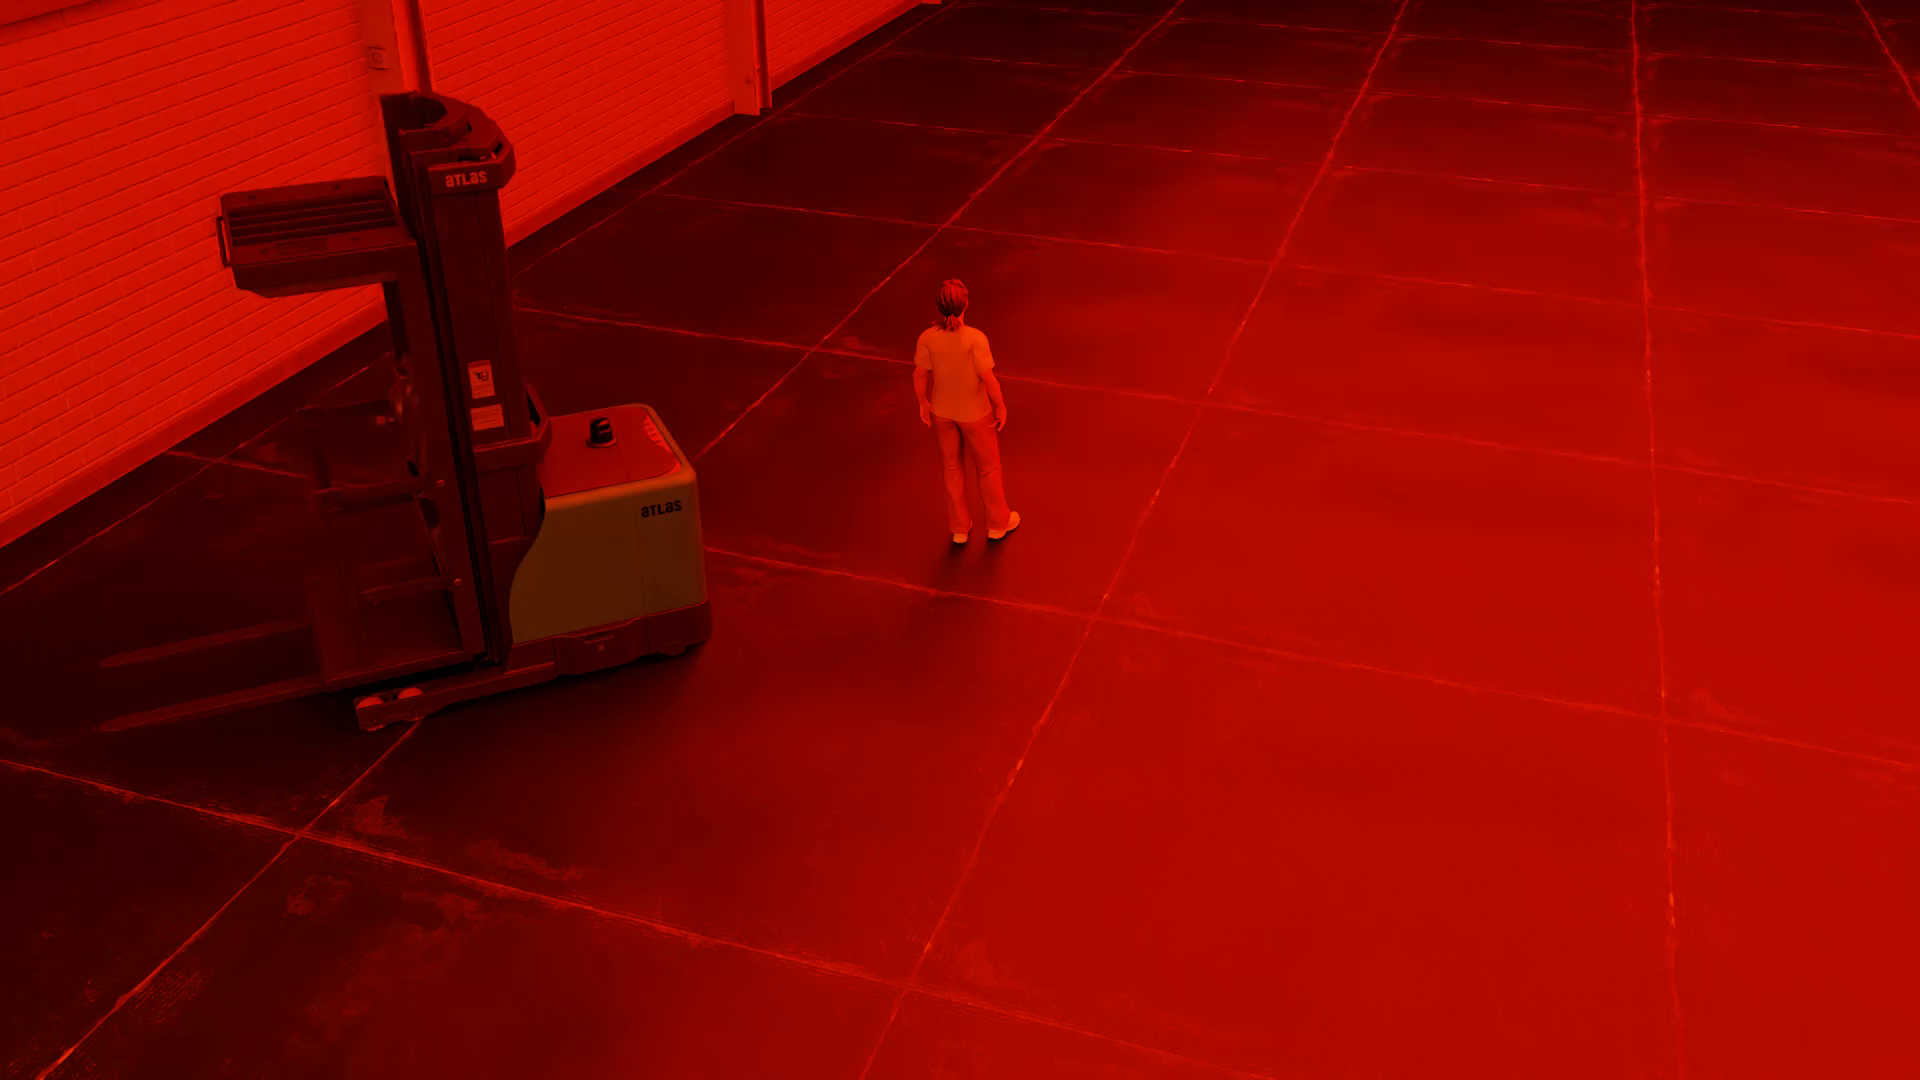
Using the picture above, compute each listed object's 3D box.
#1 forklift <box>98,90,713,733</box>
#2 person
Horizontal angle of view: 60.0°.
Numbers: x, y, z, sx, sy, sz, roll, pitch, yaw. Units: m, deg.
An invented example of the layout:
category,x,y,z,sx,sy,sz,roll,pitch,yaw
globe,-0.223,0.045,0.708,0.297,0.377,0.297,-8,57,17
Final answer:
category,x,y,z,sx,sy,sz,roll,pitch,yaw
forklift,-2.909,-0.609,8.205,3.031,2.935,1.130,-12,32,-21
person,0.035,-0.767,9.735,0.554,1.673,0.548,10,31,16
